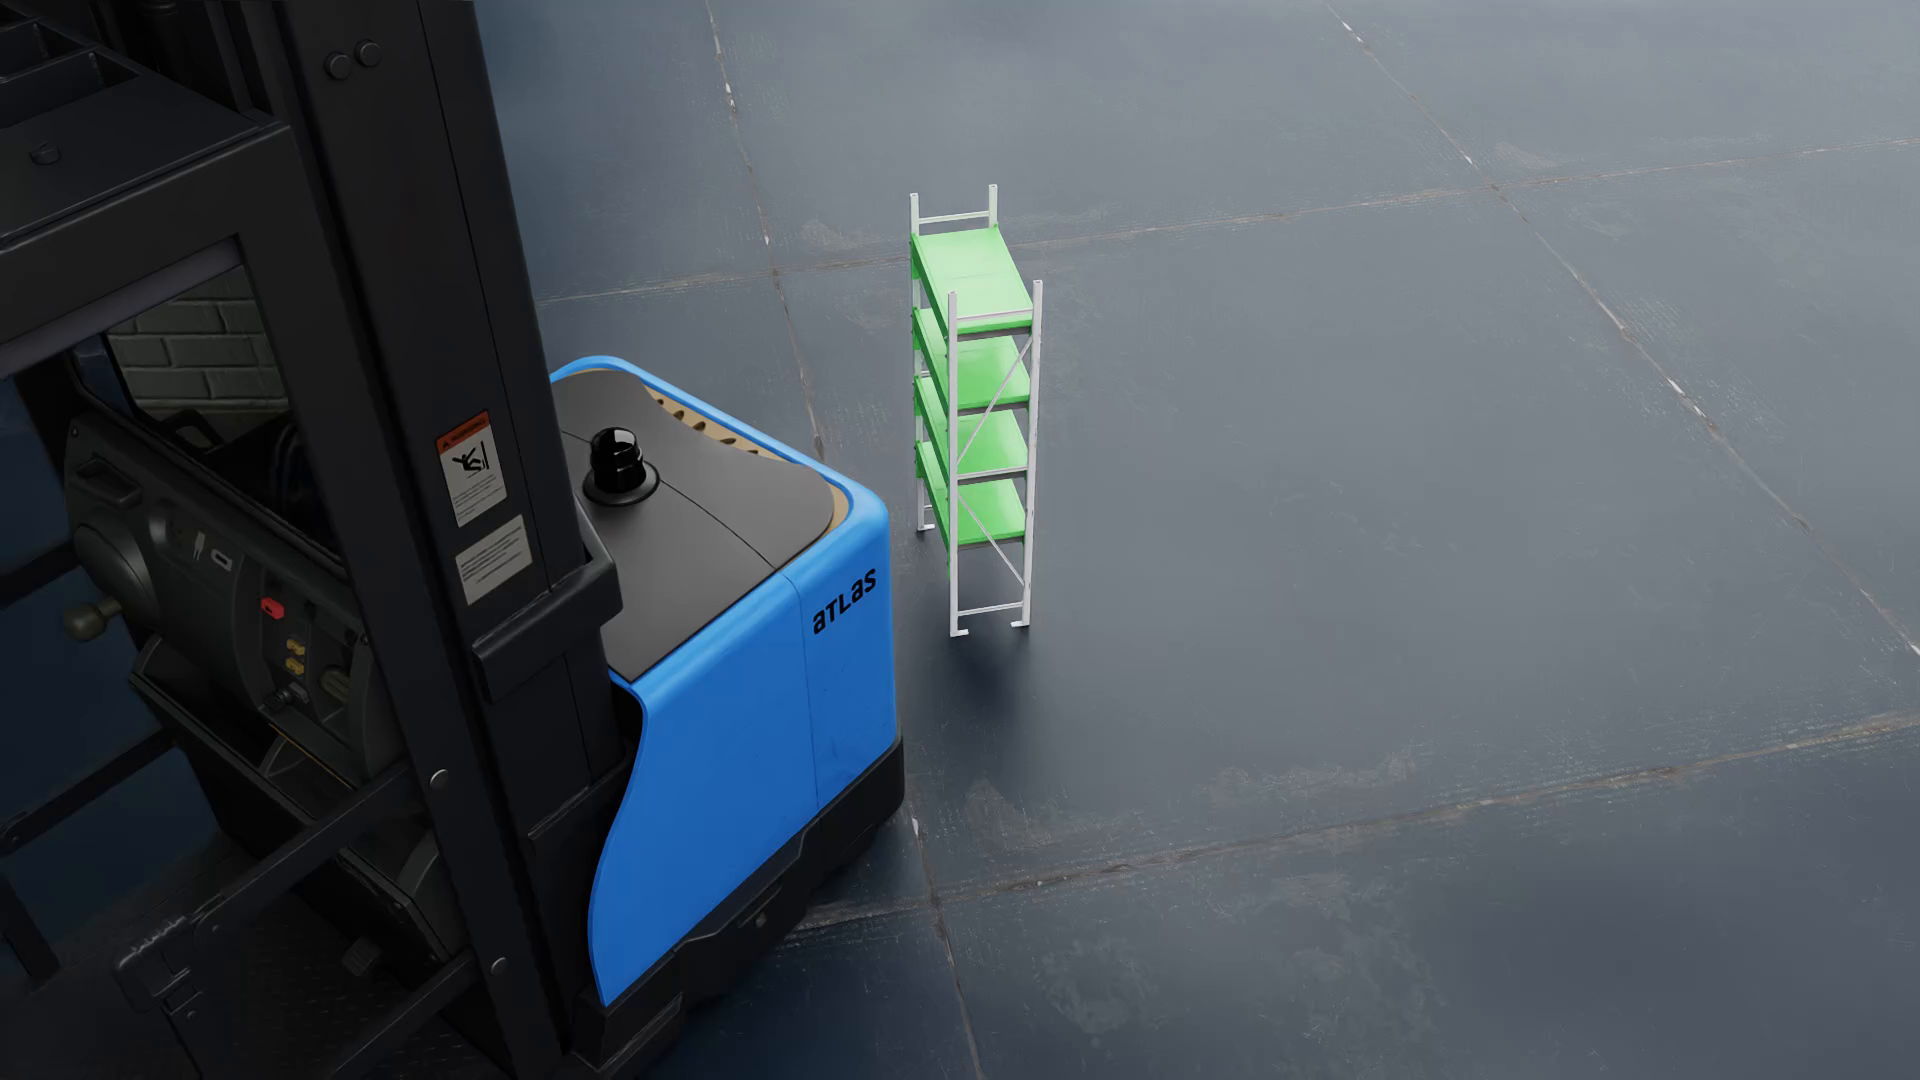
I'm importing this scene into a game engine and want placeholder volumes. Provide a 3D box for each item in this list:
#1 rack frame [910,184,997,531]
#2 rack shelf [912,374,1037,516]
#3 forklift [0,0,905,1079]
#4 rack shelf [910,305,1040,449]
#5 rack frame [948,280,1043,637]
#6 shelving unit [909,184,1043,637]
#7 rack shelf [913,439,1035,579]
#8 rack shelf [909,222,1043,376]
[{"bbox_3d":[-0.017,-0.500,4.909,0.240,1.200,0.015,-8,42,-9],"label":"rack frame"},{"bbox_3d":[0.036,-0.294,4.773,0.258,0.148,0.480,-8,42,-9],"label":"rack shelf"},{"bbox_3d":[-1.456,0.182,2.837,1.130,2.935,3.031,28,49,28],"label":"forklift"},{"bbox_3d":[0.036,-0.473,4.614,0.258,0.148,0.480,-8,42,-9],"label":"rack shelf"},{"bbox_3d":[0.088,-0.183,4.553,0.240,1.200,0.015,-8,42,-9],"label":"rack frame"},{"bbox_3d":[0.036,-0.341,4.731,0.258,1.200,0.503,-8,42,-9],"label":"shelving unit"},{"bbox_3d":[0.036,-0.114,4.933,0.258,0.148,0.480,-8,42,-9],"label":"rack shelf"},{"bbox_3d":[0.036,-0.653,4.455,0.258,0.148,0.480,-8,42,-9],"label":"rack shelf"}]
